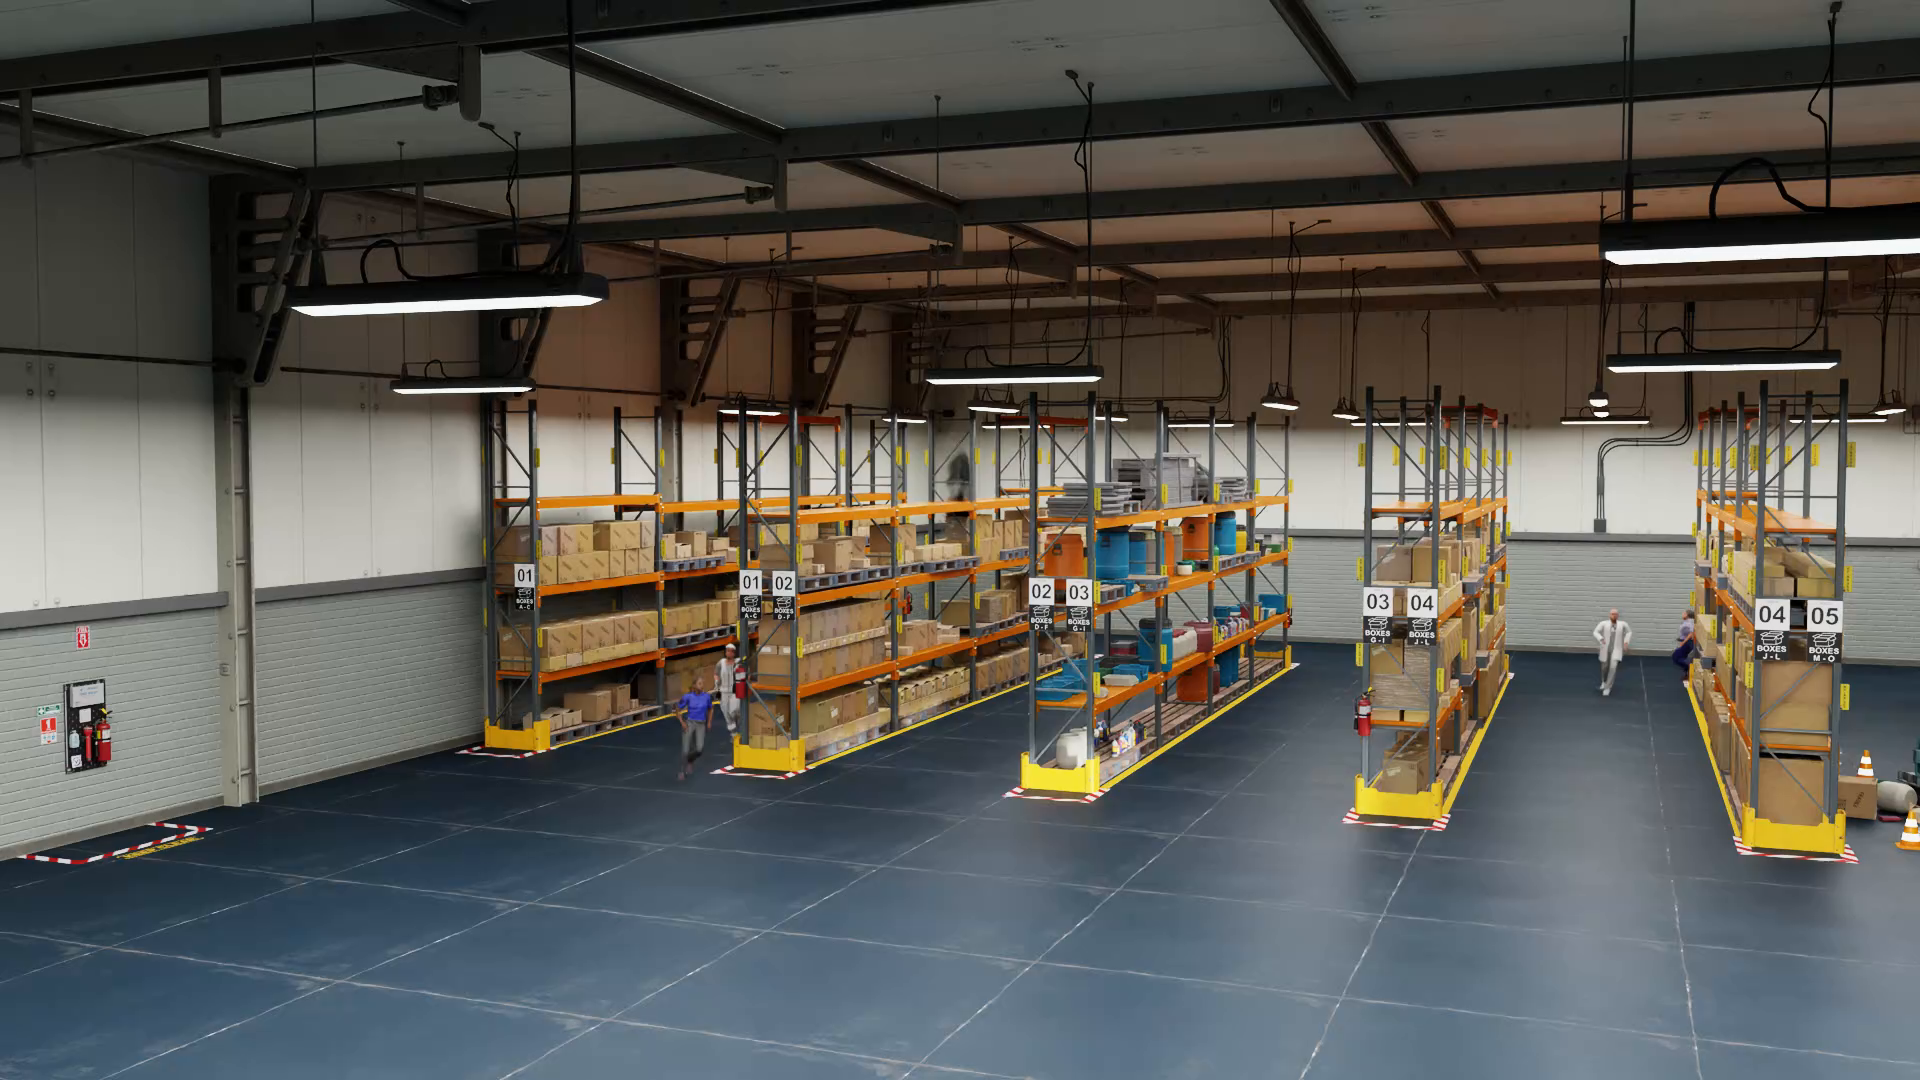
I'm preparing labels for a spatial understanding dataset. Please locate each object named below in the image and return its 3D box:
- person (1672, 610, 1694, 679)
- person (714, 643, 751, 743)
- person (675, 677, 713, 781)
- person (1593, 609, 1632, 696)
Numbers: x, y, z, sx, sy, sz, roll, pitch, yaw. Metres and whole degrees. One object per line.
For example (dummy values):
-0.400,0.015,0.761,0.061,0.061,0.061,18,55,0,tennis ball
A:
16.323,2.363,37.494,0.478,1.602,0.675,1,3,25,person
-4.041,2.690,29.171,0.636,1.751,0.581,1,3,11,person
-4.112,2.935,25.921,0.632,1.600,0.482,-1,3,-22,person
13.842,2.368,35.332,0.750,1.801,1.012,1,3,27,person
